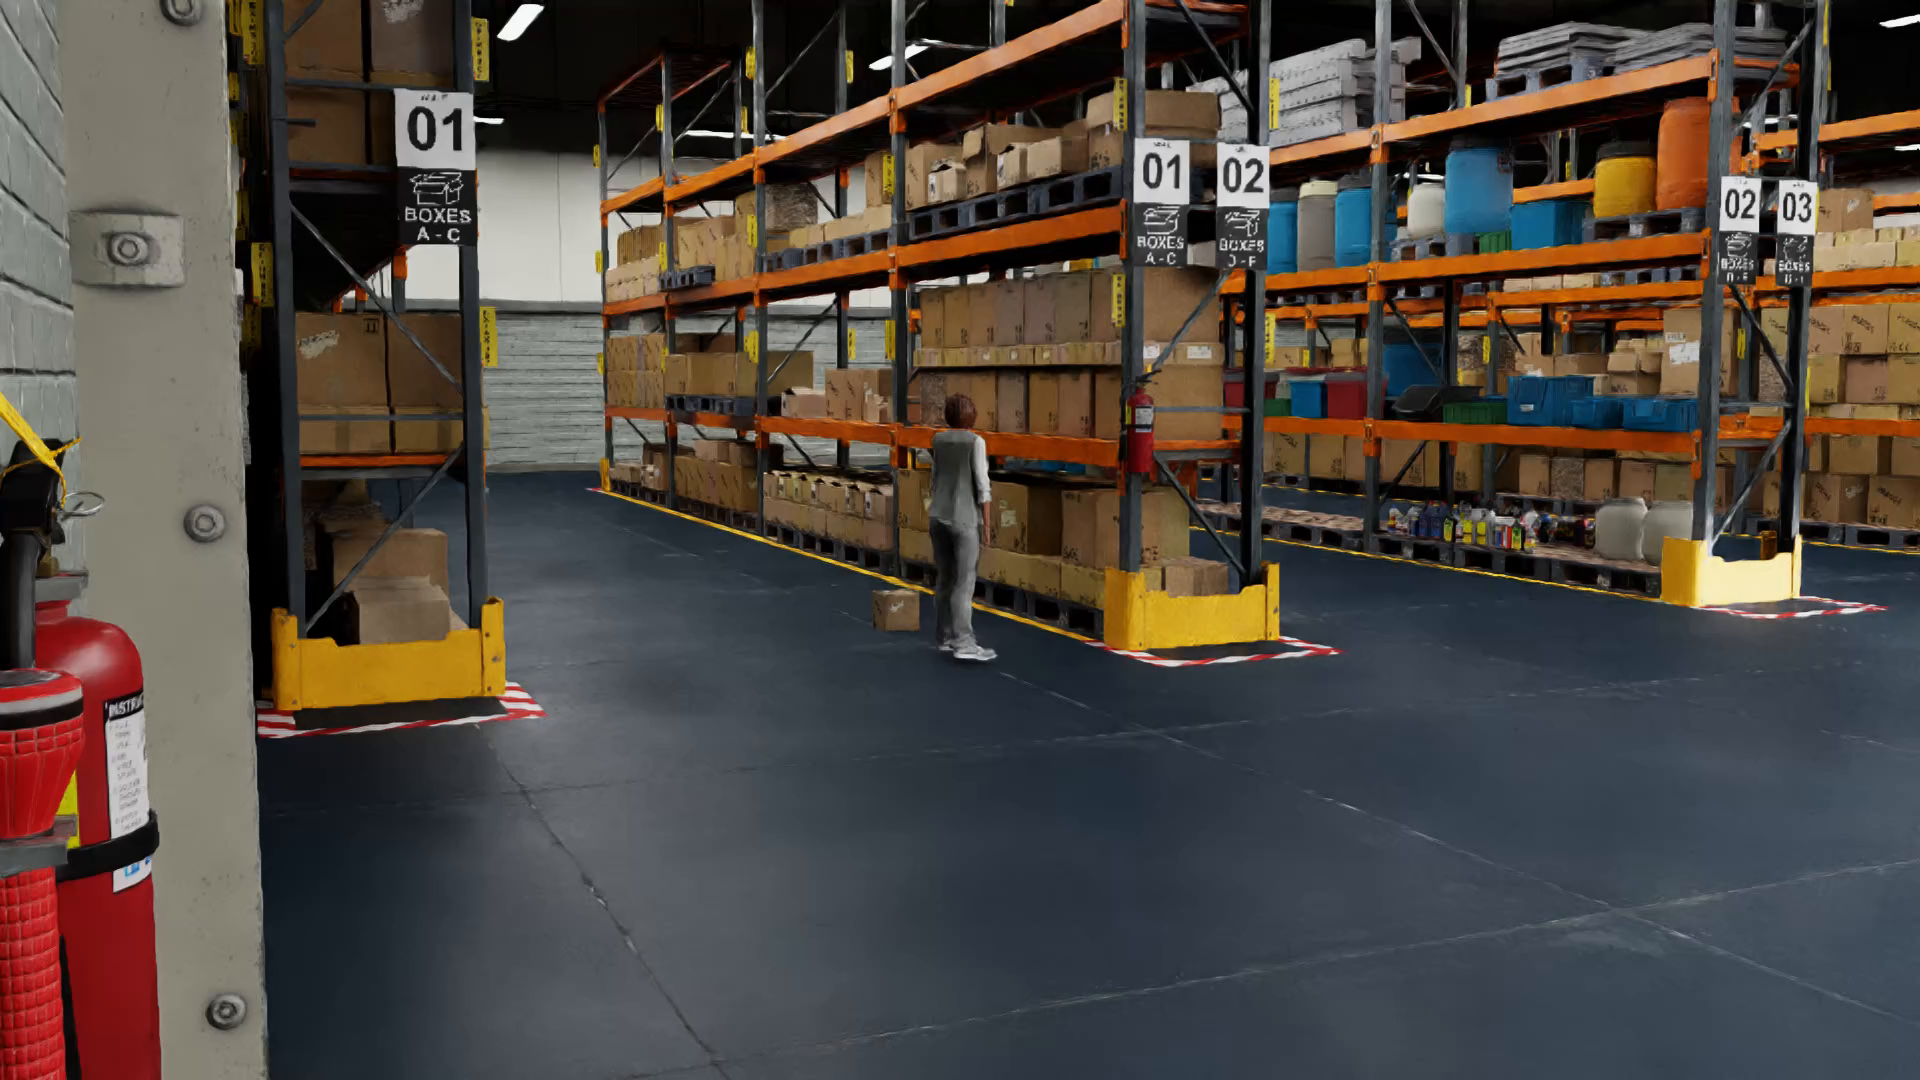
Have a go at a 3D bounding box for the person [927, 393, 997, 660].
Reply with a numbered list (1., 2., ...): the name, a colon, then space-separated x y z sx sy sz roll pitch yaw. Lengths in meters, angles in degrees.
1. person: 0.021 -0.090 10.081 0.491 1.603 0.419 4 7 38
